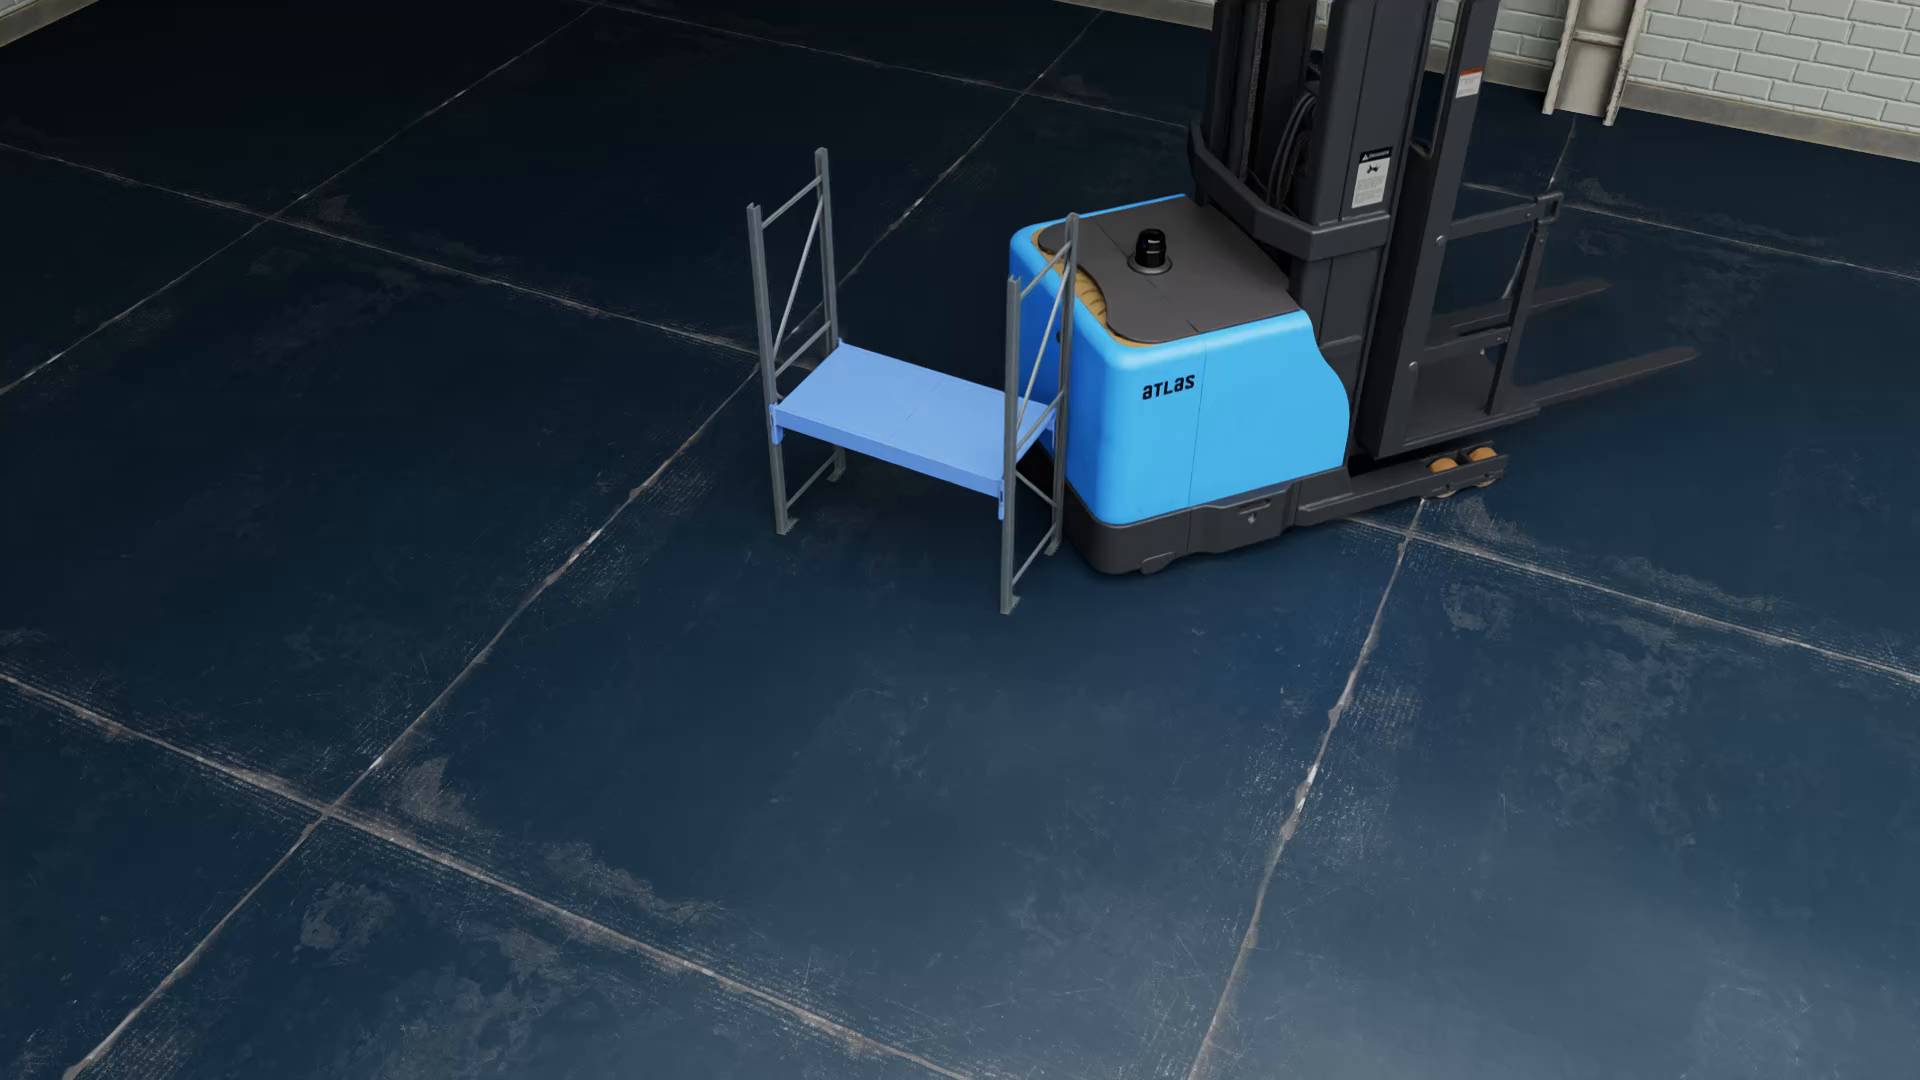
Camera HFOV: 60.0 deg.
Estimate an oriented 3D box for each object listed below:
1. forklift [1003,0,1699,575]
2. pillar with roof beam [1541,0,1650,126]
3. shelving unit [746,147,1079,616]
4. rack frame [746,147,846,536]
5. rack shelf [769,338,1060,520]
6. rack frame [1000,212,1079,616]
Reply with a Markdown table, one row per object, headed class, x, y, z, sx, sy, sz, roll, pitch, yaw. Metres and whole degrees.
| class | x | y | z | sx | sy | sz | roll | pitch | yaw |
| --- | --- | --- | --- | --- | --- | --- | --- | --- | --- |
| forklift | 1.748 | -1.590 | 6.347 | 3.031 | 2.935 | 1.130 | -15 | 43 | -17 |
| pillar with roof beam | 1.779 | -3.347 | 3.742 | 0.400 | 9.000 | 9.100 | 17 | 44 | 19 |
| shelving unit | -0.166 | -0.578 | 6.272 | 1.048 | 1.500 | 0.538 | 19 | 44 | 21 |
| rack frame | -0.616 | -0.733 | 6.450 | 0.032 | 1.500 | 0.500 | 19 | 44 | 21 |
| rack shelf | -0.166 | -0.442 | 6.390 | 1.000 | 0.185 | 0.538 | 19 | 44 | 21 |
| rack frame | 0.284 | -0.423 | 6.093 | 0.032 | 1.500 | 0.500 | 19 | 44 | 21 |
